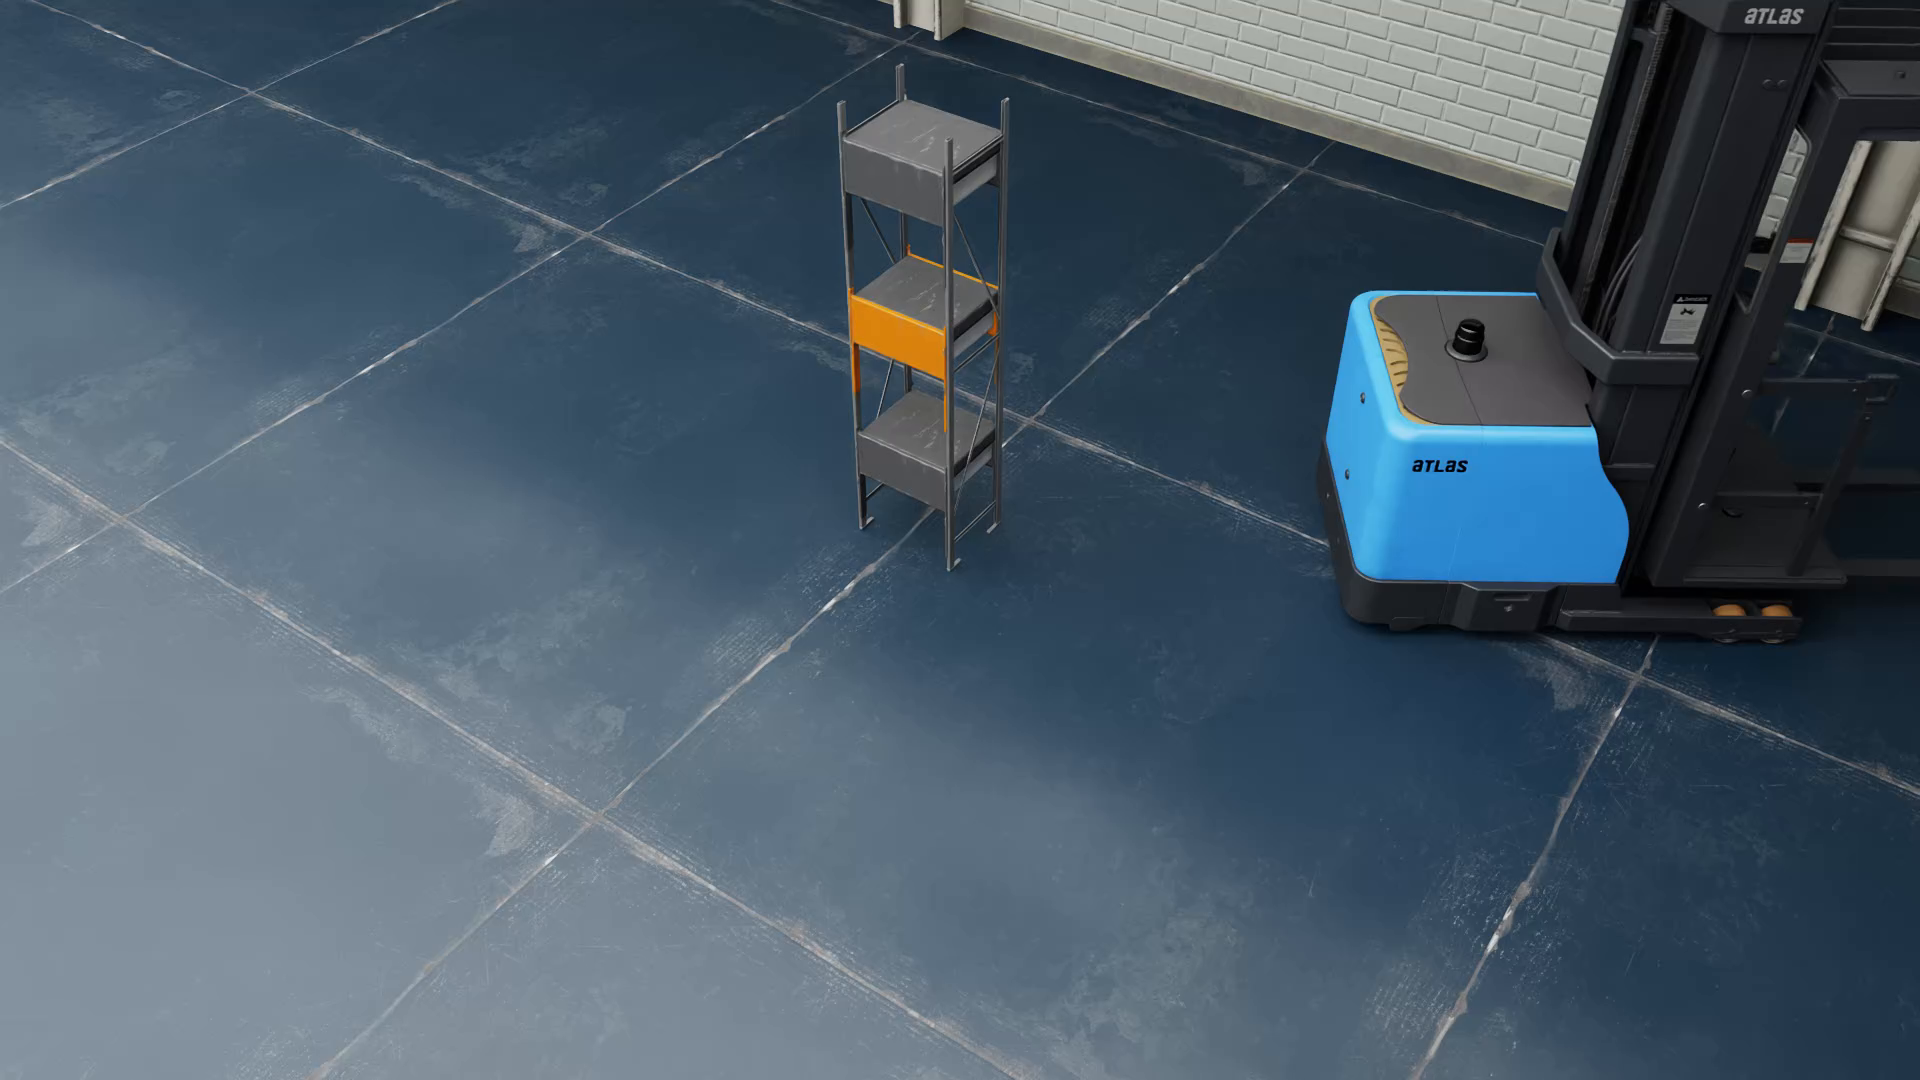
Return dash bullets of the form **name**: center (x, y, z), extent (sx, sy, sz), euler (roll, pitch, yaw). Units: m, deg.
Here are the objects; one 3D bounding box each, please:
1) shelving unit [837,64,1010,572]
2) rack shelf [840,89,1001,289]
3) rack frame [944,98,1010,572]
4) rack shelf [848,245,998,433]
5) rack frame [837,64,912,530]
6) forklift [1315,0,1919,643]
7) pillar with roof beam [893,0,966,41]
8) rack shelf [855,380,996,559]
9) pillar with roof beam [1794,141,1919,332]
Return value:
- **shelving unit**: center (-0.136, -0.846, 6.869), extent (0.503, 2.100, 0.431), euler (25, 48, 25)
- **rack shelf**: center (-0.136, -1.357, 6.411), extent (0.480, 0.518, 0.431), euler (25, 48, 25)
- **rack frame**: center (0.064, -0.752, 6.765), extent (0.015, 2.100, 0.400), euler (25, 48, 25)
- **rack shelf**: center (-0.136, -0.836, 6.878), extent (0.480, 0.518, 0.431), euler (25, 48, 25)
- **rack frame**: center (-0.335, -0.939, 6.973), extent (0.015, 2.100, 0.400), euler (25, 48, 25)
- **forklift**: center (3.154, -1.018, 6.438), extent (3.031, 2.935, 1.130), euler (1, 42, 1)
- **pillar with roof beam**: center (-2.680, -4.550, 5.835), extent (0.400, 9.000, 9.100), euler (25, 48, 25)
- **rack shelf**: center (-0.136, -0.314, 7.345), extent (0.480, 0.518, 0.431), euler (25, 48, 25)
- **pillar with roof beam**: center (2.233, -2.253, 3.267), extent (0.400, 9.000, 9.100), euler (25, 48, 25)
